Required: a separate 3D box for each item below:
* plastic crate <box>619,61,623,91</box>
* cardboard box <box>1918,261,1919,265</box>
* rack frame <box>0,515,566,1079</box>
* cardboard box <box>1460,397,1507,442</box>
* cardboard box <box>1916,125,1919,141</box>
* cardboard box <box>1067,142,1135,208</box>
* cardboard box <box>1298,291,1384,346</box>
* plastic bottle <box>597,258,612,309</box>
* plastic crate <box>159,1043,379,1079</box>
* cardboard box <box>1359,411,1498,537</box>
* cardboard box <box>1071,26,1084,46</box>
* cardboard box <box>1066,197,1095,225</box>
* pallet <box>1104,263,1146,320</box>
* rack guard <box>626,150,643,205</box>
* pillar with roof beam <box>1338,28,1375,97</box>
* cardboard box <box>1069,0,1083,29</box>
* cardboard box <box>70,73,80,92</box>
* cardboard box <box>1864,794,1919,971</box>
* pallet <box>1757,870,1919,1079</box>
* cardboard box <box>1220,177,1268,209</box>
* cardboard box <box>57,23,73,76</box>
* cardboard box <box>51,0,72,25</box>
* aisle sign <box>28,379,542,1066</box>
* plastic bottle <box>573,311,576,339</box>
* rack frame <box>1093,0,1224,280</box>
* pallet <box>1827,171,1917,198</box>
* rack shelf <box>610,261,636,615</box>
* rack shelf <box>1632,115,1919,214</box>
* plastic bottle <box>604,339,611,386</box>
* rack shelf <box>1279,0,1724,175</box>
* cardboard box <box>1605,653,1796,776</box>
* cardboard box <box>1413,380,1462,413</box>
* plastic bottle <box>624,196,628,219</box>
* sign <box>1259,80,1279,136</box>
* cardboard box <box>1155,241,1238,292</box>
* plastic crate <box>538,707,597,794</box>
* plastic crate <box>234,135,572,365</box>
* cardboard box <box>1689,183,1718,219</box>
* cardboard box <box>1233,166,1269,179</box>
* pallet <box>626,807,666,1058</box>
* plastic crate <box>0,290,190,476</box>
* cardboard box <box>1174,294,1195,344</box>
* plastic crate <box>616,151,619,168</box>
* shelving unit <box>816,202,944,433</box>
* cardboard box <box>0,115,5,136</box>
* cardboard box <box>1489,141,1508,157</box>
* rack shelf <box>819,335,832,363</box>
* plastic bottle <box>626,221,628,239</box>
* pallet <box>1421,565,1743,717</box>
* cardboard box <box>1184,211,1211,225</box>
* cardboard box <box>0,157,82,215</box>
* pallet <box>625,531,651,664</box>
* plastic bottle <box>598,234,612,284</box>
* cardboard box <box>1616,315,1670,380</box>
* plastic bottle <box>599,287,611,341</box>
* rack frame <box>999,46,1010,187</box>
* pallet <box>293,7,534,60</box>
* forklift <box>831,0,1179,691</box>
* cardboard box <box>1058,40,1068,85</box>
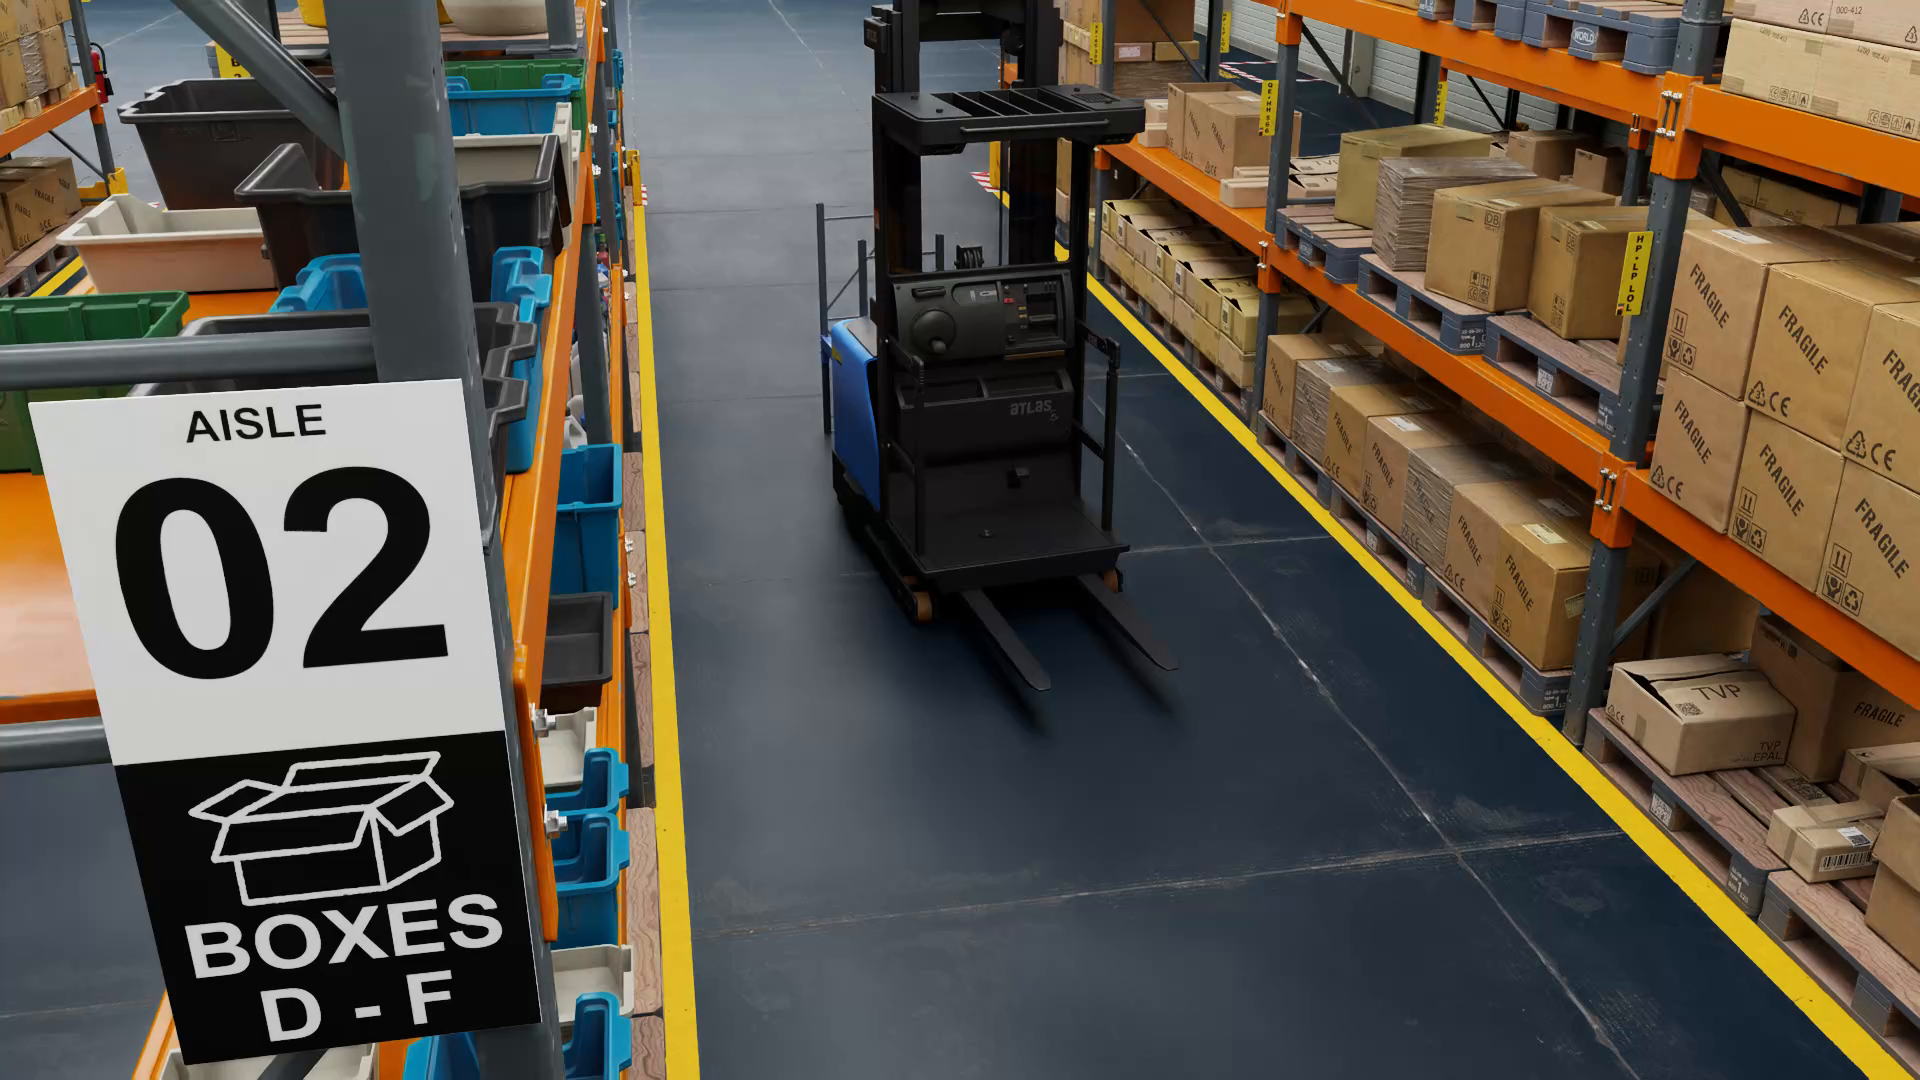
[{"bbox_3d":[-3.446,-4.392,15.744,0.499,0.251,0.408,-4,24,-10],"label":"plastic crate"},{"bbox_3d":[3.586,-0.659,5.636,0.500,0.500,0.500,-5,24,-11],"label":"cardboard box"},{"bbox_3d":[-0.988,1.403,2.290,1.000,3.000,0.127,-4,24,-10],"label":"rack frame"},{"bbox_3d":[3.013,-0.734,8.820,0.500,0.250,0.500,-5,24,-11],"label":"cardboard box"},{"bbox_3d":[3.167,-1.238,4.777,0.500,0.250,0.500,-4,24,-10],"label":"cardboard box"},{"bbox_3d":[1.280,-3.322,15.083,0.500,0.500,0.500,-4,24,-10],"label":"cardboard box"},{"bbox_3d":[2.593,-1.526,11.207,0.500,0.311,0.500,-4,24,-8],"label":"cardboard box"},{"bbox_3d":[-1.891,-1.343,8.739,0.097,0.271,0.097,0,24,0],"label":"plastic bottle"},{"bbox_3d":[-1.356,1.074,3.298,0.396,0.136,0.243,-4,24,-10],"label":"plastic crate"},{"bbox_3d":[2.496,-0.357,8.893,0.500,0.500,0.500,-5,24,-12],"label":"cardboard box"},{"bbox_3d":[1.214,-4.517,14.909,0.380,0.149,0.250,-4,24,-10],"label":"cardboard box"},{"bbox_3d":[1.278,-2.978,15.232,0.500,0.250,0.500,-4,24,-10],"label":"cardboard box"},{"bbox_3d":[1.836,-2.118,13.835,1.003,0.211,1.213,-4,24,-10],"label":"pallet"},{"bbox_3d":[-3.886,-3.719,17.140,1.175,0.500,0.348,-4,24,-10],"label":"rack guard"},{"bbox_3d":[1.429,-10.203,21.368,9.100,9.000,0.400,-4,24,-10],"label":"pillar with roof beam"},{"bbox_3d":[1.387,-4.892,14.958,0.700,0.500,0.500,-4,24,-10],"label":"cardboard box"},{"bbox_3d":[-8.559,-4.312,15.689,0.380,0.149,0.250,-4,24,-10],"label":"cardboard box"},{"bbox_3d":[3.493,1.145,5.449,0.797,0.503,0.637,-4,24,-10],"label":"cardboard box"},{"bbox_3d":[3.496,1.493,5.567,1.003,0.211,1.213,-4,24,-10],"label":"pallet"},{"bbox_3d":[1.963,-2.327,11.145,0.380,0.149,0.250,-4,24,-10],"label":"cardboard box"},{"bbox_3d":[-8.740,-4.488,15.281,0.875,0.500,0.500,-4,24,-10],"label":"cardboard box"},{"bbox_3d":[-8.470,-4.966,15.128,0.500,0.500,0.500,-4,24,-10],"label":"cardboard box"},{"bbox_3d":[-0.683,0.218,1.755,0.394,0.787,0.004,-4,24,-10],"label":"aisle sign"},{"bbox_3d":[-1.870,-1.030,8.006,0.061,0.283,0.133,-4,24,-10],"label":"plastic bottle"},{"bbox_3d":[1.662,-3.682,13.934,1.000,3.000,0.127,-4,24,-10],"label":"rack frame"},{"bbox_3d":[7.032,-2.662,11.836,1.213,0.211,1.003,-4,24,-10],"label":"pallet"},{"bbox_3d":[-2.098,-0.628,7.838,1.077,0.370,4.000,-4,24,-10],"label":"rack shelf"},{"bbox_3d":[6.899,-2.934,13.119,1.077,0.370,4.000,-4,24,-10],"label":"rack shelf"},{"bbox_3d":[-1.648,-0.825,7.552,0.097,0.271,0.097,0,24,0],"label":"plastic bottle"},{"bbox_3d":[2.771,-2.367,8.074,1.077,0.370,4.000,-4,24,-10],"label":"rack shelf"},{"bbox_3d":[3.006,0.676,6.764,0.500,0.311,0.500,-4,24,-10],"label":"cardboard box"},{"bbox_3d":[2.900,-0.611,9.475,0.500,0.500,0.500,-5,24,-12],"label":"cardboard box"},{"bbox_3d":[-3.137,-3.113,15.474,0.061,0.283,0.133,-4,24,-8],"label":"plastic bottle"},{"bbox_3d":[1.856,-2.597,10.002,0.100,0.325,0.005,-4,24,-10],"label":"sign"},{"bbox_3d":[1.779,-2.086,12.489,0.500,0.311,0.500,-4,24,-8],"label":"cardboard box"},{"bbox_3d":[-1.110,0.586,4.416,0.293,0.136,0.466,-4,24,-10],"label":"plastic crate"},{"bbox_3d":[-1.001,-0.565,3.125,0.504,0.338,0.767,-4,24,-10],"label":"plastic crate"},{"bbox_3d":[6.682,-2.818,14.529,0.700,0.500,0.500,-3,24,-8],"label":"cardboard box"},{"bbox_3d":[2.110,-2.491,11.520,0.380,0.149,0.250,-3,24,-6],"label":"cardboard box"},{"bbox_3d":[-1.554,1.394,5.795,1.003,0.211,1.213,-4,24,-10],"label":"pallet"},{"bbox_3d":[-1.451,-0.241,2.572,0.450,0.188,0.336,-4,24,-10],"label":"plastic crate"},{"bbox_3d":[1.875,-1.631,12.147,0.500,0.250,0.500,-4,24,-9],"label":"cardboard box"},{"bbox_3d":[-2.608,-2.556,11.619,0.450,0.188,0.662,-4,24,-10],"label":"plastic crate"},{"bbox_3d":[-0.491,-1.228,10.187,0.538,1.500,1.048,-7,25,-16],"label":"shelving unit"},{"bbox_3d":[-7.987,-3.337,13.457,0.380,0.149,0.250,-4,24,-10],"label":"cardboard box"},{"bbox_3d":[5.934,-4.090,17.677,0.500,0.311,0.500,-2,24,-5],"label":"cardboard box"},{"bbox_3d":[-0.491,-1.063,10.259,0.538,0.185,1.000,-7,25,-16],"label":"rack shelf"},{"bbox_3d":[-2.973,-2.765,14.676,0.061,0.283,0.133,-3,24,-7],"label":"plastic bottle"},{"bbox_3d":[2.953,0.425,8.013,1.003,0.211,1.213,-4,24,-10],"label":"pallet"},{"bbox_3d":[2.121,-2.529,13.504,0.500,0.311,0.500,-4,24,-8],"label":"cardboard box"},{"bbox_3d":[-8.715,-3.324,15.712,0.500,0.500,0.500,0,24,0],"label":"cardboard box"},{"bbox_3d":[-2.058,0.320,8.254,1.003,0.211,1.213,-4,24,-10],"label":"pallet"},{"bbox_3d":[-1.973,-1.563,9.226,0.061,0.283,0.133,-4,24,-10],"label":"plastic bottle"},{"bbox_3d":[3.273,-0.977,7.089,0.700,0.500,0.500,-13,27,-27],"label":"cardboard box"},{"bbox_3d":[-1.762,-1.113,8.197,0.061,0.283,0.133,-4,24,-10],"label":"plastic bottle"},{"bbox_3d":[0.922,-5.256,17.536,1.000,3.000,0.127,-4,24,-10],"label":"rack frame"},{"bbox_3d":[-2.181,-2.206,7.040,1.003,0.211,1.213,-4,24,-10],"label":"pallet"},{"bbox_3d":[0.192,-1.105,8.118,1.130,2.935,3.031,-7,25,-16],"label":"forklift"},{"bbox_3d":[1.285,-4.508,15.700,0.700,0.500,0.500,-4,24,-8],"label":"cardboard box"}]
